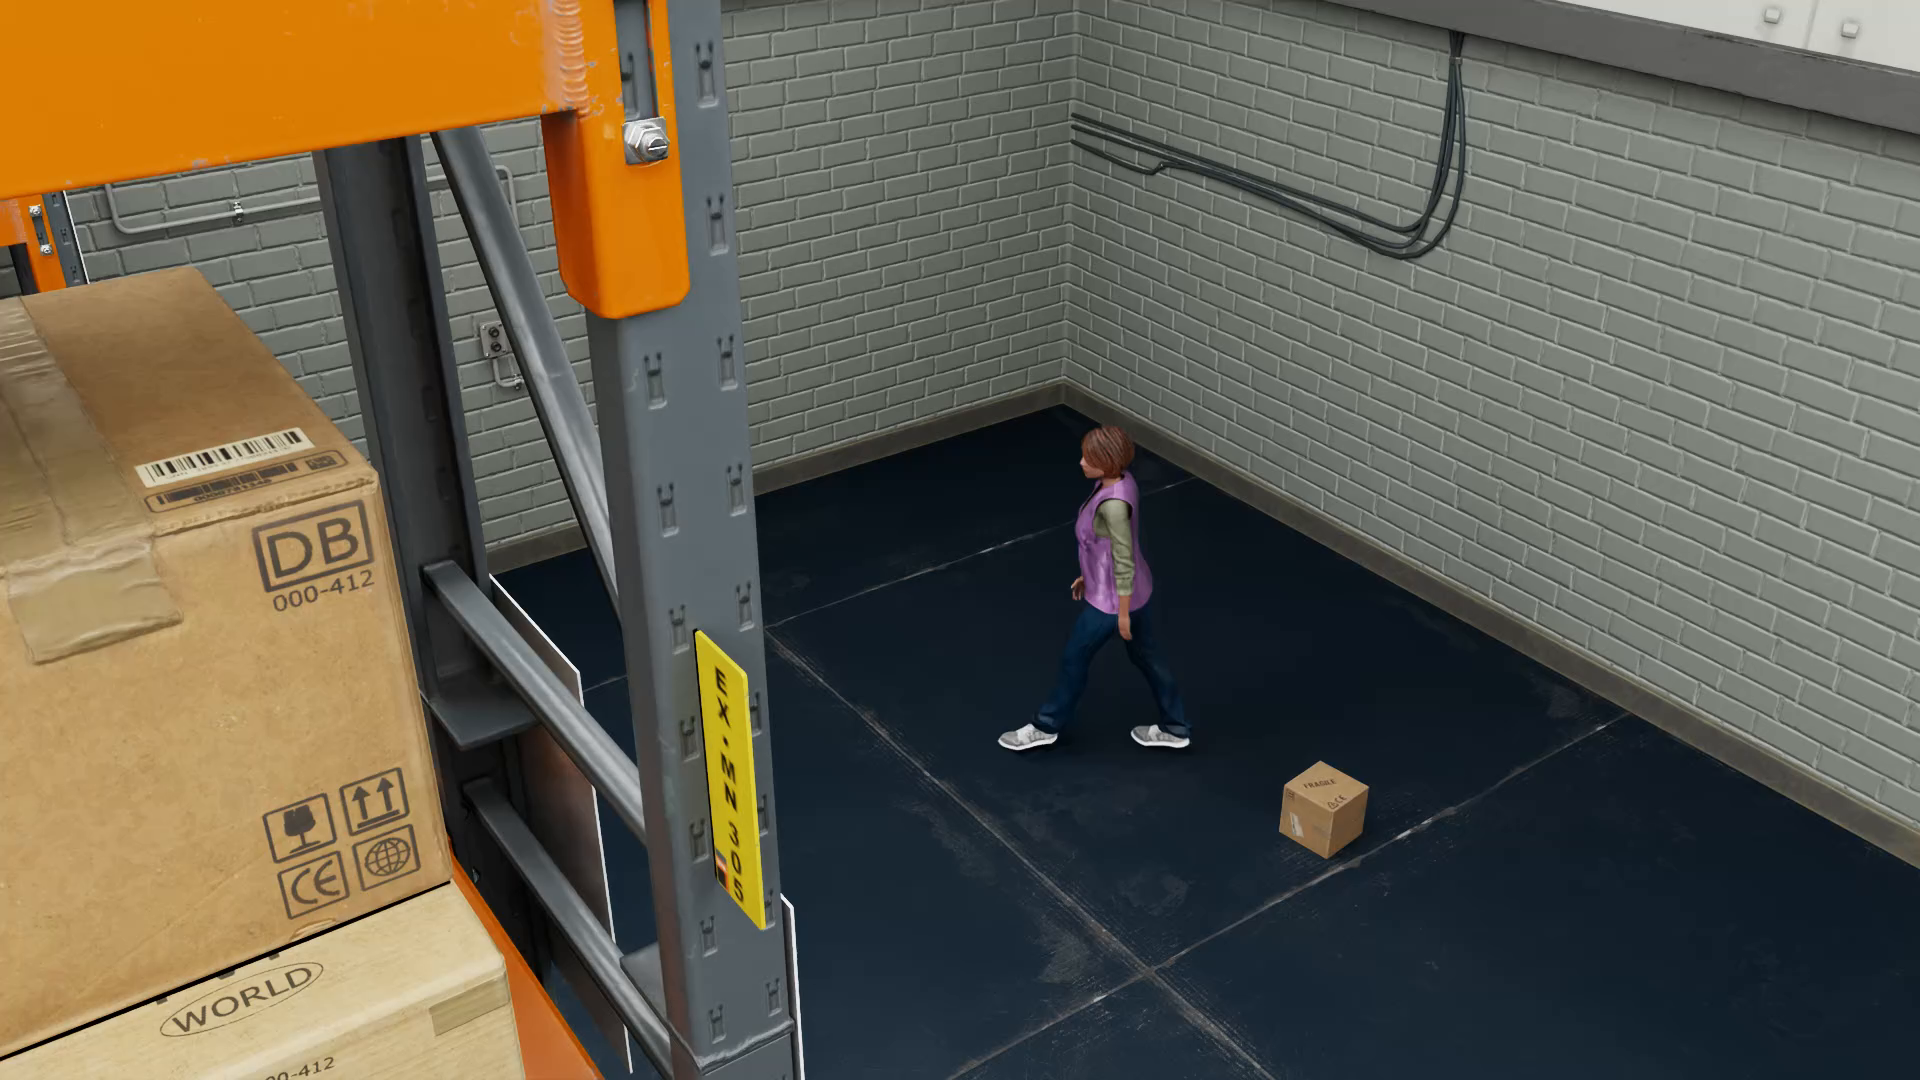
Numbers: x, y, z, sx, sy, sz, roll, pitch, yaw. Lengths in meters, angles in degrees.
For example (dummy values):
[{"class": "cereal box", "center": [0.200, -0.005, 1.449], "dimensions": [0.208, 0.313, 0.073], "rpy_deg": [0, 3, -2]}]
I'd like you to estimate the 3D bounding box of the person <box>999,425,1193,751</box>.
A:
[{"class": "person", "center": [0.632, 0.224, 7.216], "dimensions": [0.851, 1.556, 0.419], "rpy_deg": [8, 30, 14]}]
